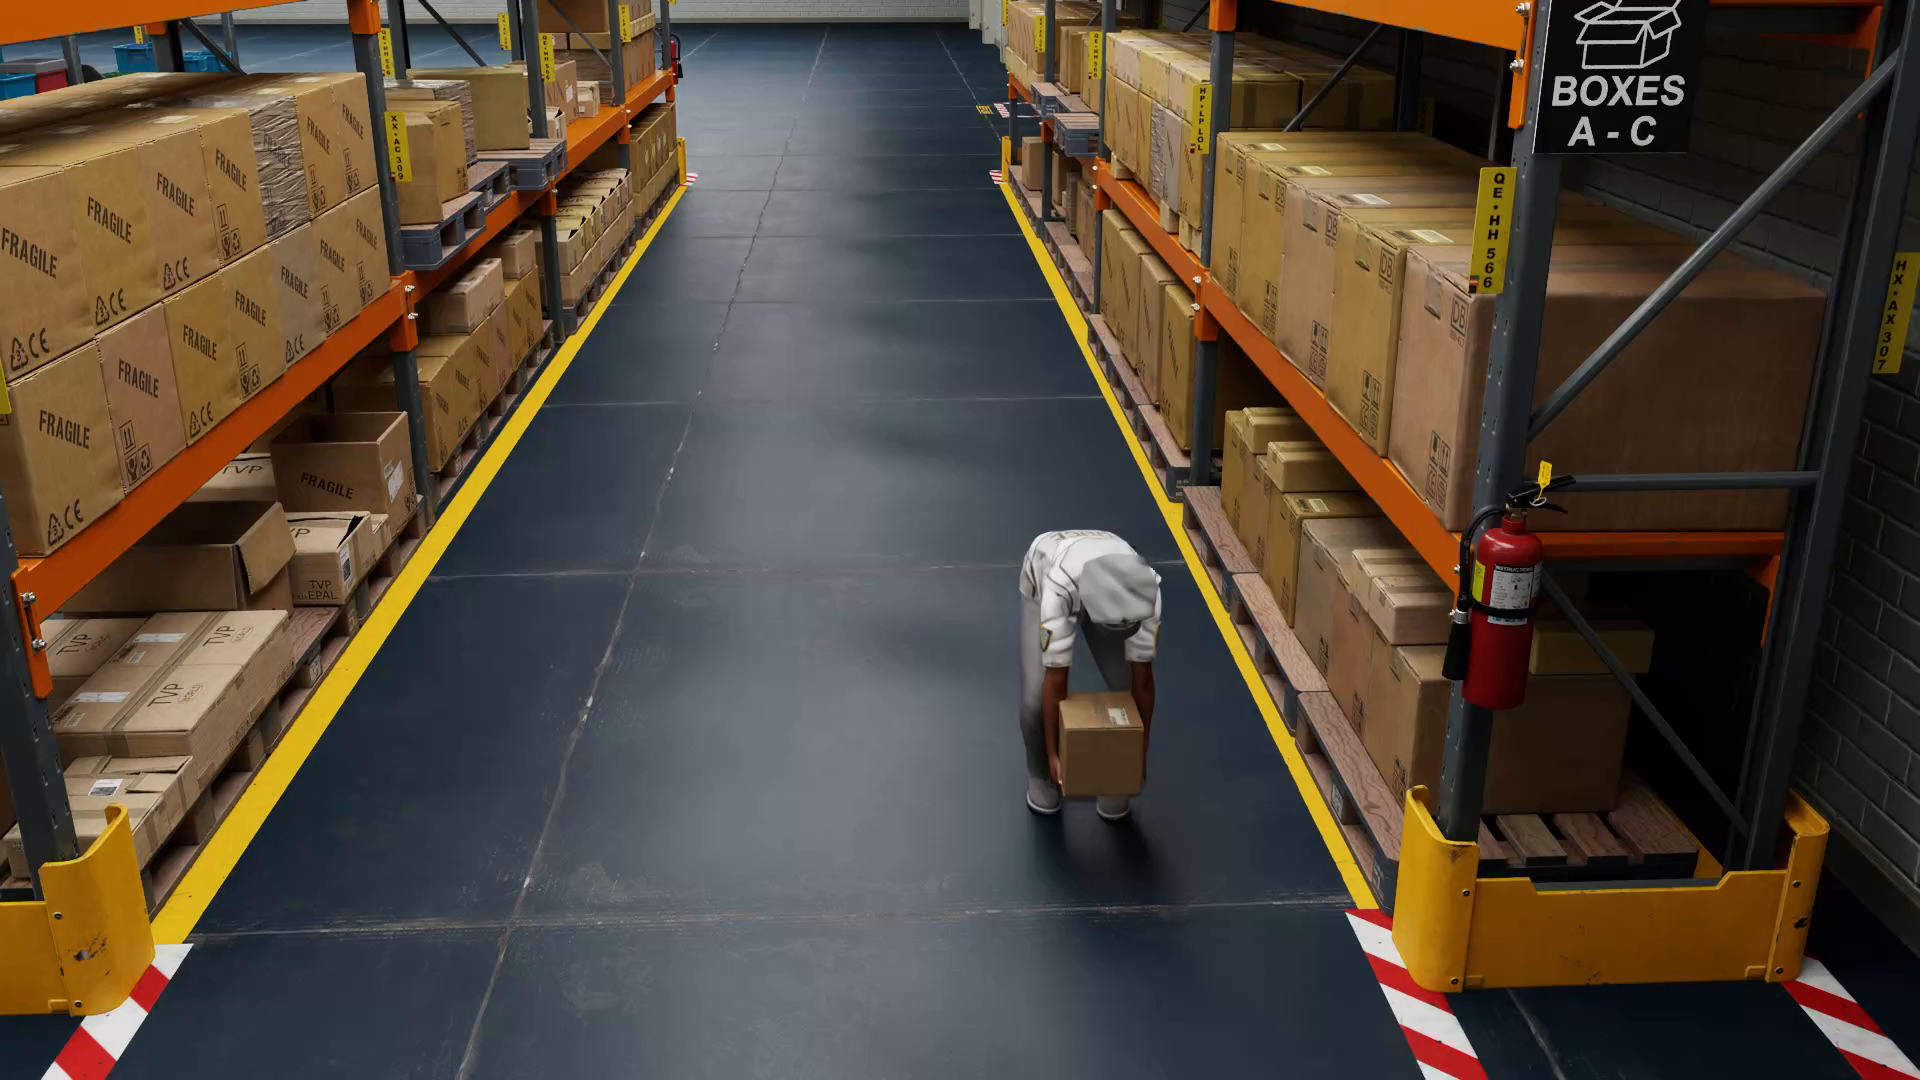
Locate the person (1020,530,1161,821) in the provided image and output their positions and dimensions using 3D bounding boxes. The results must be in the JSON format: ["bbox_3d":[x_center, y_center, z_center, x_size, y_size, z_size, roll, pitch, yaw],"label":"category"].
[{"bbox_3d":[0.435,0.467,5.611,0.439,1.120,0.929,-2,21,-6],"label":"person"}]
